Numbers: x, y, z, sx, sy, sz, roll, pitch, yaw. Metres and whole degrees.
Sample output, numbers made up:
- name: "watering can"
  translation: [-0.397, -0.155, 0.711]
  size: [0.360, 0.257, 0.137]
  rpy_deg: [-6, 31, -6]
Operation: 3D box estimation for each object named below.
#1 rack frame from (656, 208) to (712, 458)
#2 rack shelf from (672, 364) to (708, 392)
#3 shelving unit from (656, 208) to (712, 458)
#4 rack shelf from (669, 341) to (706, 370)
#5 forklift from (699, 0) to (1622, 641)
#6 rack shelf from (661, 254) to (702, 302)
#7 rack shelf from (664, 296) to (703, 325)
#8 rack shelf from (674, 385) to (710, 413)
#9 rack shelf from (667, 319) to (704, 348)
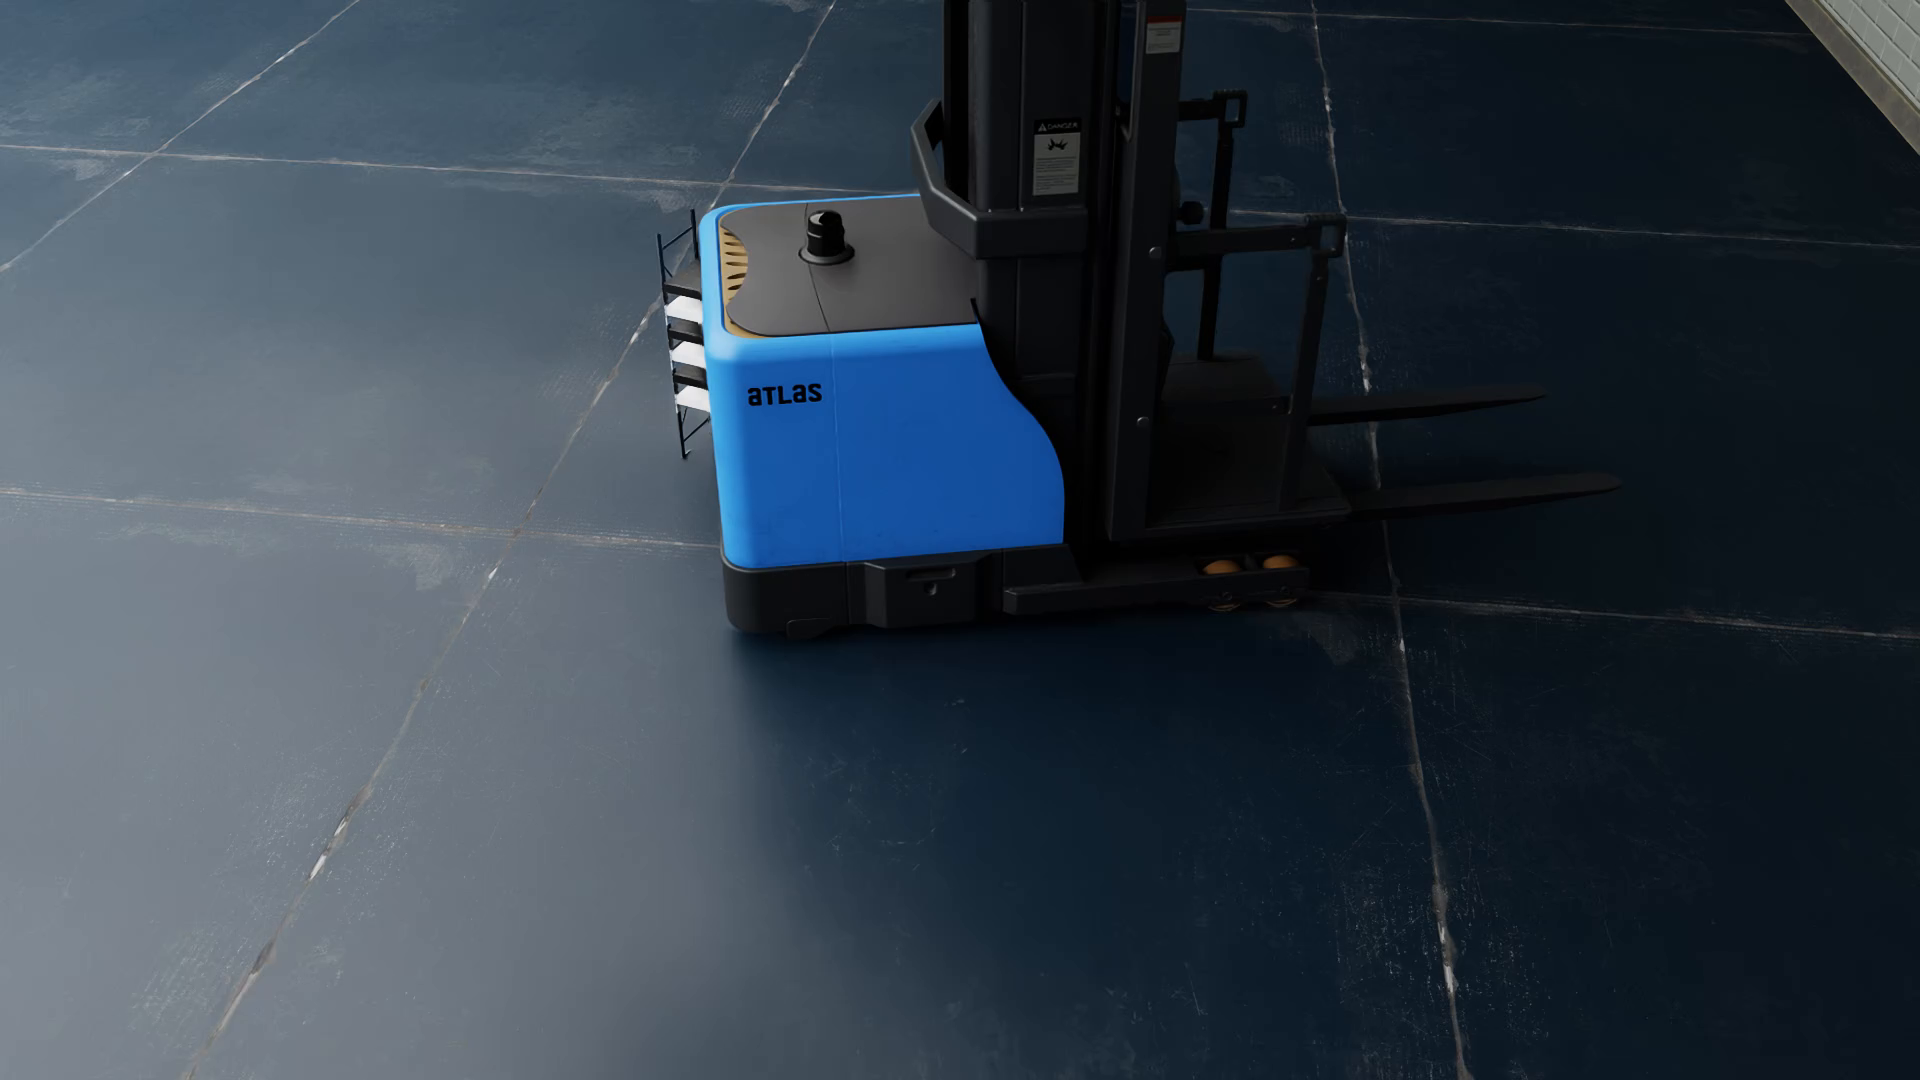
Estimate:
- name: "rack frame"
  translation: [-0.983, -0.733, 6.003]
  size: [0.006, 0.900, 0.240]
  rpy_deg: [15, 38, 20]
- name: "rack shelf"
  translation: [-0.890, -0.609, 6.041]
  size: [0.200, 0.077, 0.258]
  rpy_deg: [15, 38, 20]
- name: "shelving unit"
  translation: [-0.890, -0.709, 5.969]
  size: [0.210, 0.900, 0.258]
  rpy_deg: [15, 38, 20]
- name: "rack shelf"
  translation: [-0.890, -0.682, 5.988]
  size: [0.200, 0.077, 0.258]
  rpy_deg: [15, 38, 20]
- name: "forklift"
  translation: [0.698, -1.261, 4.994]
  size: [3.031, 2.935, 1.130]
  rpy_deg: [-5, 36, -7]
- name: "rack shelf"
  translation: [-0.890, -0.902, 5.831]
  size: [0.200, 0.077, 0.258]
  rpy_deg: [15, 38, 20]
- name: "rack shelf"
  translation: [-0.890, -0.828, 5.884]
  size: [0.200, 0.077, 0.258]
  rpy_deg: [15, 38, 20]
- name: "rack shelf"
  translation: [-0.890, -0.535, 6.093]
  size: [0.200, 0.077, 0.258]
  rpy_deg: [15, 38, 20]
- name: "rack shelf"
  translation: [-0.890, -0.755, 5.936]
  size: [0.200, 0.077, 0.258]
  rpy_deg: [15, 38, 20]
